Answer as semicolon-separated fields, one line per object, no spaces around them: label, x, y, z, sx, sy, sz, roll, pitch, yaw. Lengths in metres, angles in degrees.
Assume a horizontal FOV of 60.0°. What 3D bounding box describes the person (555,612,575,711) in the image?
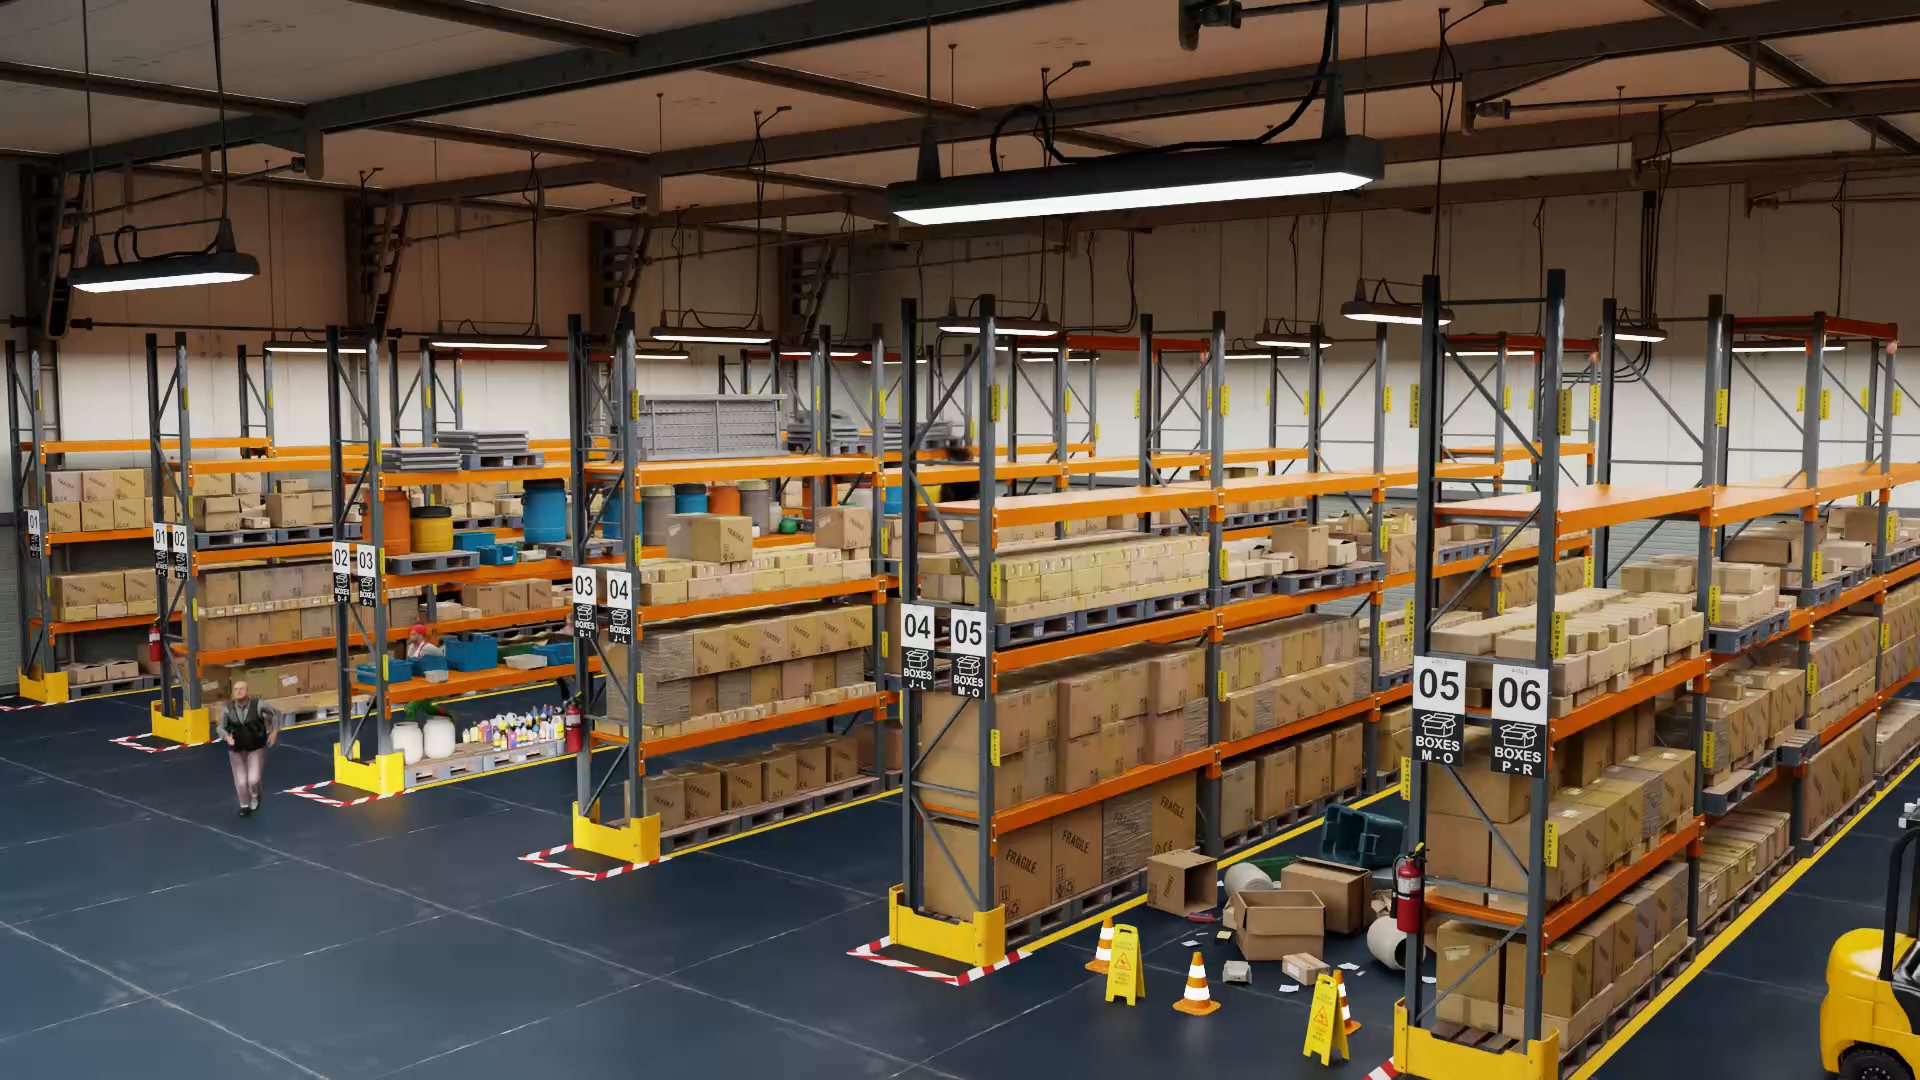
person;-6.288;1.955;26.826;0.510;1.607;0.676;2;6;23

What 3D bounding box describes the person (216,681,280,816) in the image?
person;-8.556;2.526;19.984;0.686;1.678;0.742;-1;5;-12

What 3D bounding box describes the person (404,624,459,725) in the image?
person;-7.814;2.108;24.149;1.153;1.796;0.622;-5;7;-43
